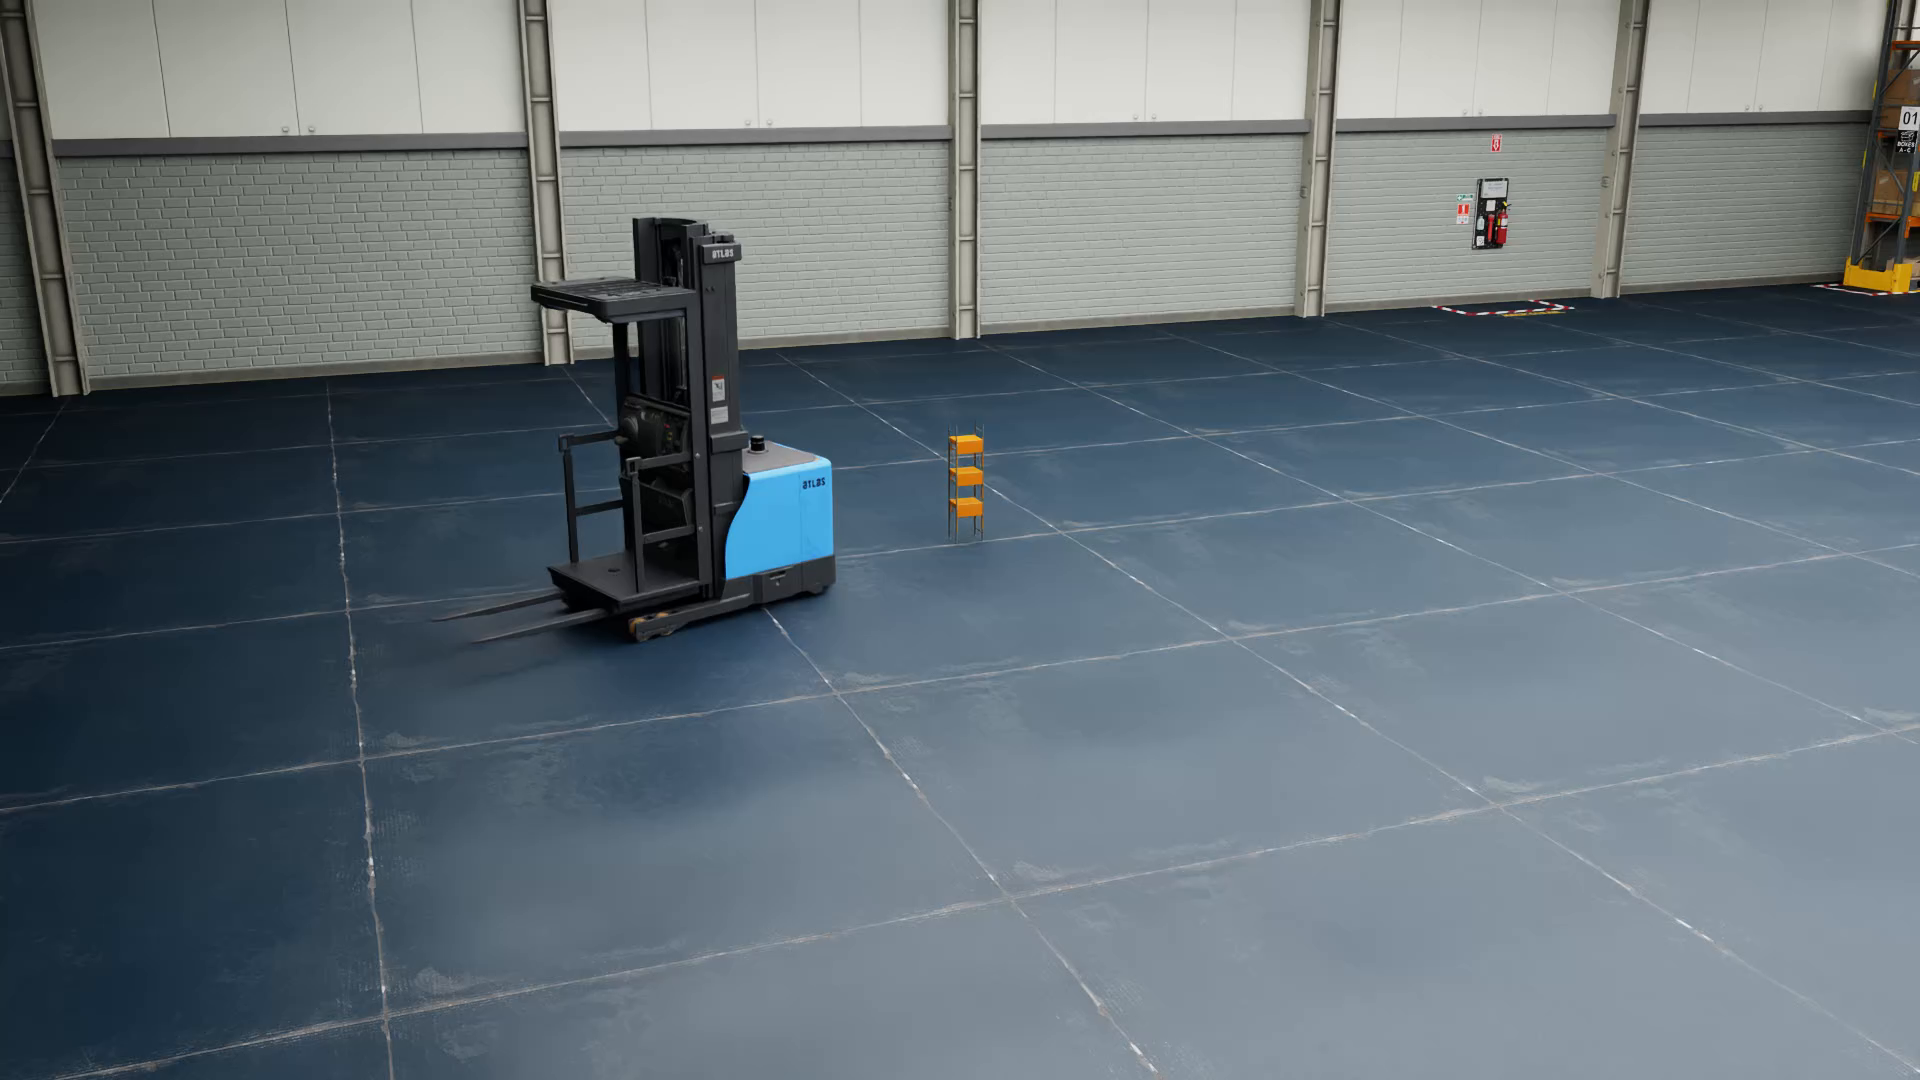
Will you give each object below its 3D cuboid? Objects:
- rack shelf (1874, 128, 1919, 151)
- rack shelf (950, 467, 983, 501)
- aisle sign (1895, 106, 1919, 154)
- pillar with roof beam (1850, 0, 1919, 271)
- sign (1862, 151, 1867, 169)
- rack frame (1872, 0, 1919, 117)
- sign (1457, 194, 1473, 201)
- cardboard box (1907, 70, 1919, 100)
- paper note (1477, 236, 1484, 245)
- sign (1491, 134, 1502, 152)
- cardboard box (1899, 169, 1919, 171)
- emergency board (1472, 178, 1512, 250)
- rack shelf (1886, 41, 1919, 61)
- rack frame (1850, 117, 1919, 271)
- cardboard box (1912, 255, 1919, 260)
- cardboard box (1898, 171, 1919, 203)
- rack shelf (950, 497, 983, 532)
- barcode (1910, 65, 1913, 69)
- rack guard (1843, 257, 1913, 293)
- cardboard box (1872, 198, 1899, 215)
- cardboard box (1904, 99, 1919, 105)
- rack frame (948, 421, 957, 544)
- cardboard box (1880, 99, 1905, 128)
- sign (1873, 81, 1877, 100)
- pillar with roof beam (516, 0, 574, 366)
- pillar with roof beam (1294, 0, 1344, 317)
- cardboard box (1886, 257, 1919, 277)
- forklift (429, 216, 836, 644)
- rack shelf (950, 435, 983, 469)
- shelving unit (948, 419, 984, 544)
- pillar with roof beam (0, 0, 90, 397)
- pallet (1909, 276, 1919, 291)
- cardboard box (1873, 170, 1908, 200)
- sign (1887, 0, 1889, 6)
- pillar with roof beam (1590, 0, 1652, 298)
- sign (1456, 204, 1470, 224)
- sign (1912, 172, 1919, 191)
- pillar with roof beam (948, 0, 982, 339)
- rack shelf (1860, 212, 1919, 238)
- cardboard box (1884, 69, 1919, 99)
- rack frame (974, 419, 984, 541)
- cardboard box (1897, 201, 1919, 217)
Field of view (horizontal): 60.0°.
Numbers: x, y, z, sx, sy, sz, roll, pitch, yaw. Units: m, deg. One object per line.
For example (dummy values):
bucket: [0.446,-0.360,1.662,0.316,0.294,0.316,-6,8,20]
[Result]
rack shelf: [18.398,-7.298,30.079,4.000,0.370,1.077,-6,17,-20]
rack shelf: [0.050,-0.499,14.472,0.240,0.259,0.215,-6,17,-20]
aisle sign: [16.570,-7.163,29.054,0.004,0.787,0.394,-6,17,-20]
pillar with roof beam: [18.415,-8.046,26.027,0.400,9.000,9.100,-6,17,-20]
sign: [16.350,-6.857,30.010,0.005,0.325,0.100,-6,17,-20]
rack frame: [16.530,-8.881,28.868,0.127,3.000,1.000,-6,17,-20]
sign: [8.404,-5.697,27.671,0.331,0.109,0.001,-6,17,-20]
cardboard box: [16.977,-7.954,29.048,0.500,0.500,0.500,-8,18,-24]
paper note: [8.760,-5.034,27.980,0.142,0.148,0.016,-6,17,-20]
sign: [8.907,-6.594,27.615,0.199,0.298,0.001,-6,17,-20]
cardboard box: [17.368,-6.451,30.143,0.500,0.500,0.500,-6,17,-19]
emergency board: [8.950,-5.456,27.855,0.643,1.169,0.194,-6,17,-20]
rack shelf: [18.398,-8.735,29.657,4.000,0.370,1.077,-6,17,-20]
rack frame: [16.530,-6.002,29.714,0.127,3.000,1.000,-6,17,-20]
cardboard box: [17.741,-5.027,30.383,0.500,0.311,0.500,-5,17,-15]
cardboard box: [17.083,-6.269,29.521,0.500,0.500,0.500,-6,17,-20]
rack shelf: [0.050,-0.232,14.550,0.240,0.259,0.215,-6,17,-20]
barcode: [17.014,-8.460,29.743,0.075,0.075,0.001,-6,17,-20]
rack guard: [16.601,-4.810,30.092,0.348,0.500,1.175,-6,17,-20]
cardboard box: [16.897,-6.038,30.066,0.500,0.250,0.500,-6,17,-19]
cardboard box: [16.932,-7.467,29.165,0.500,0.500,0.500,-6,17,-19]
rack frame: [-0.064,-0.497,14.427,0.008,1.050,0.200,-6,17,-20]
cardboard box: [16.829,-7.608,29.644,0.500,0.500,0.500,-5,17,-16]
sign: [16.350,-8.014,29.671,0.005,0.325,0.100,-6,17,-20]
pillar with roof beam: [-3.996,-5.626,17.787,0.400,9.000,9.100,-6,17,-20]
pillar with roof beam: [7.209,-6.836,21.907,0.400,9.000,9.100,-6,17,-20]
cardboard box: [17.208,-4.969,30.188,0.500,0.311,0.500,-8,18,-26]
forklift: [-2.432,-0.836,12.244,3.031,2.935,1.130,-14,21,-39]
rack shelf: [0.050,-0.771,14.392,0.240,0.259,0.215,-6,17,-20]
shelving unit: [0.050,-0.509,14.469,0.252,1.050,0.215,-6,17,-20]
pillar with roof beam: [-9.599,-5.021,15.727,0.400,9.000,9.100,-6,17,-20]
pallet: [17.372,-4.744,30.380,1.213,0.211,1.003,-6,17,-20]
cardboard box: [16.894,-6.403,29.979,0.500,0.500,0.500,-6,18,-21]
sign: [16.350,-9.553,29.219,0.005,0.325,0.100,-6,17,-20]
pillar with roof beam: [12.812,-7.441,23.967,0.400,9.000,9.100,-6,17,-20]
sign: [8.397,-5.445,27.752,0.234,0.329,0.001,-6,17,-20]
sign: [16.724,-6.275,29.106,0.005,0.325,0.100,-6,17,-20]
pillar with roof beam: [1.606,-6.231,19.847,0.400,9.000,9.100,-6,17,-20]
rack shelf: [18.398,-5.859,30.502,4.000,0.370,1.077,-6,17,-20]
cardboard box: [16.839,-8.091,29.516,0.500,0.500,0.500,-5,17,-18]
rack frame: [0.164,-0.521,14.511,0.008,1.050,0.200,-6,17,-20]
cardboard box: [17.099,-5.905,29.615,0.500,0.250,0.500,-7,18,-22]
